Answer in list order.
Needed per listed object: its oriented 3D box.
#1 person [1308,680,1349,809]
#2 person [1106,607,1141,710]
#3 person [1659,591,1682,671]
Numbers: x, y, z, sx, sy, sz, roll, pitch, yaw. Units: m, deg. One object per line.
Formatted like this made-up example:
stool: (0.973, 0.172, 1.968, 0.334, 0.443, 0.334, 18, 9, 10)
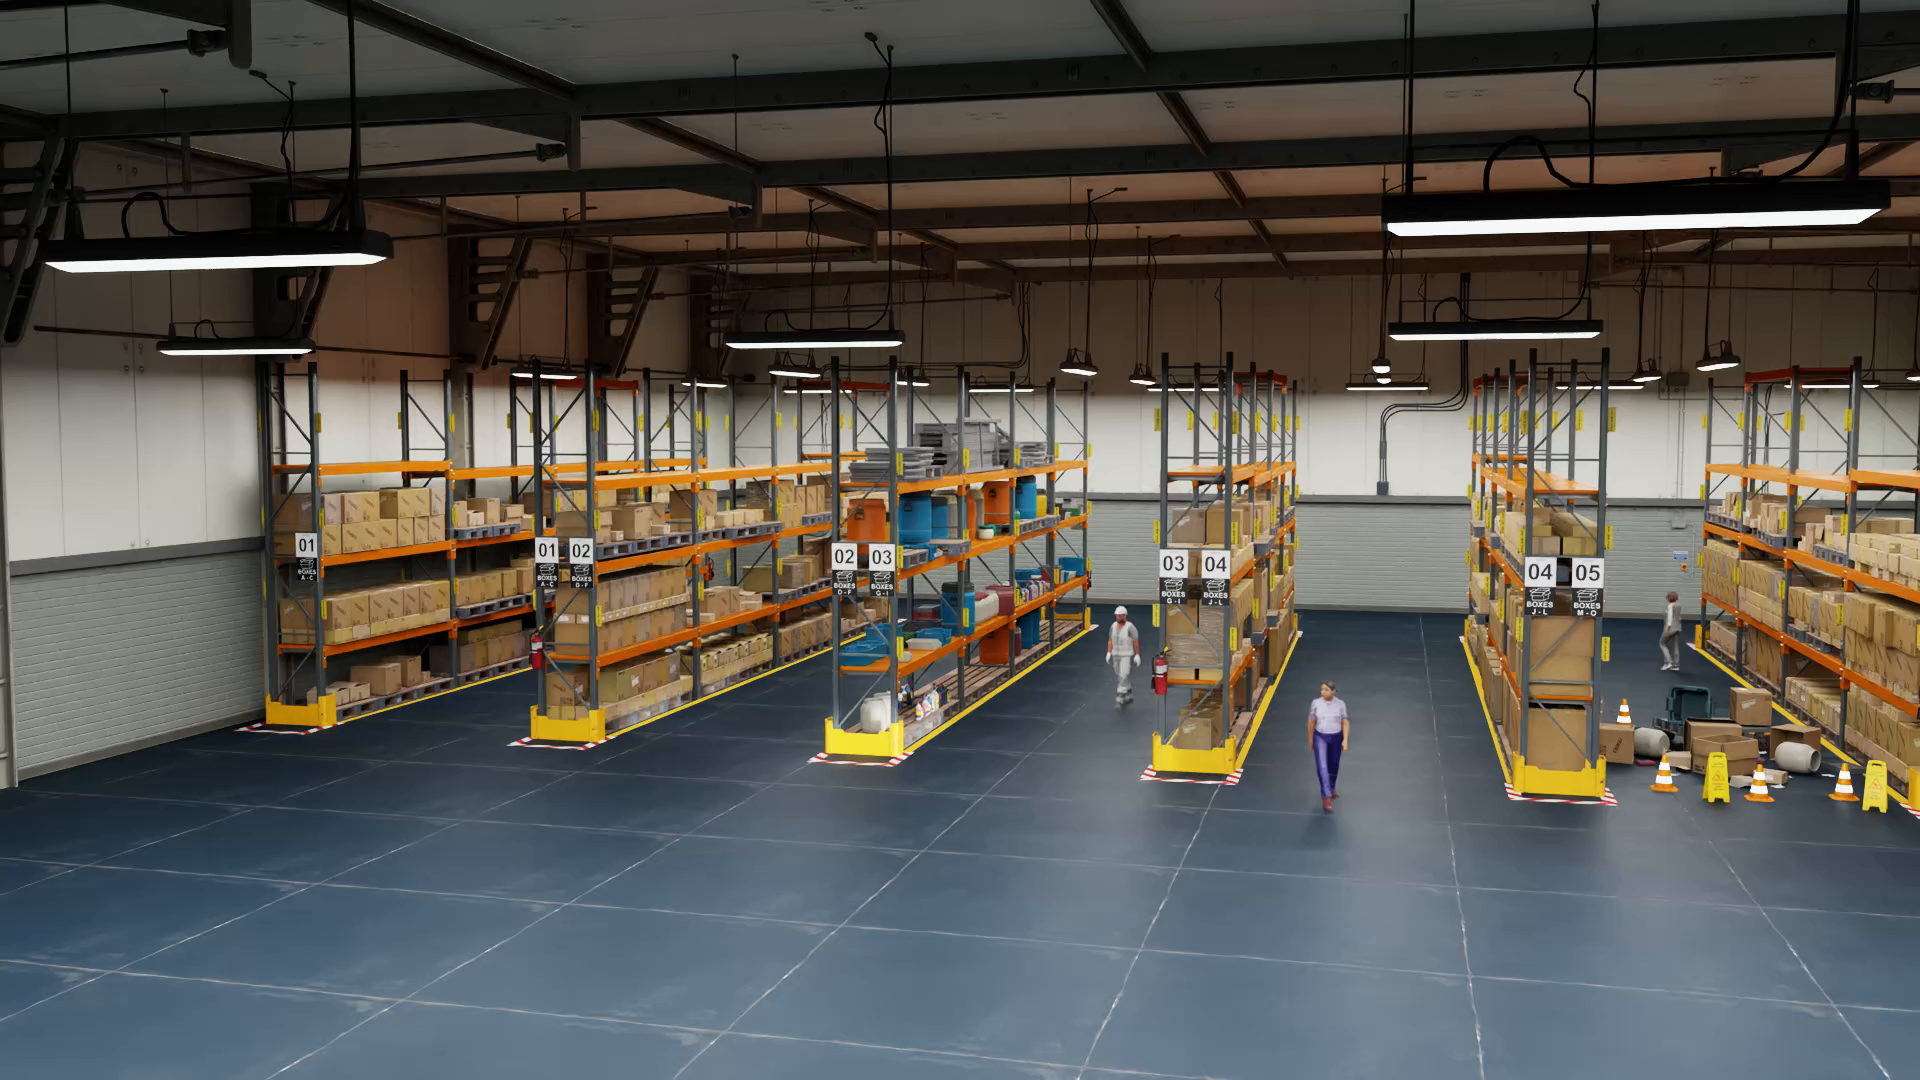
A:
person: (4.845, 2.643, 21.816, 0.508, 1.613, 0.896, 0, 4, 4)
person: (2.809, 2.045, 29.193, 0.578, 1.746, 0.875, 4, 5, 42)
person: (14.416, 1.855, 33.620, 0.438, 1.600, 0.393, -2, 4, -26)
